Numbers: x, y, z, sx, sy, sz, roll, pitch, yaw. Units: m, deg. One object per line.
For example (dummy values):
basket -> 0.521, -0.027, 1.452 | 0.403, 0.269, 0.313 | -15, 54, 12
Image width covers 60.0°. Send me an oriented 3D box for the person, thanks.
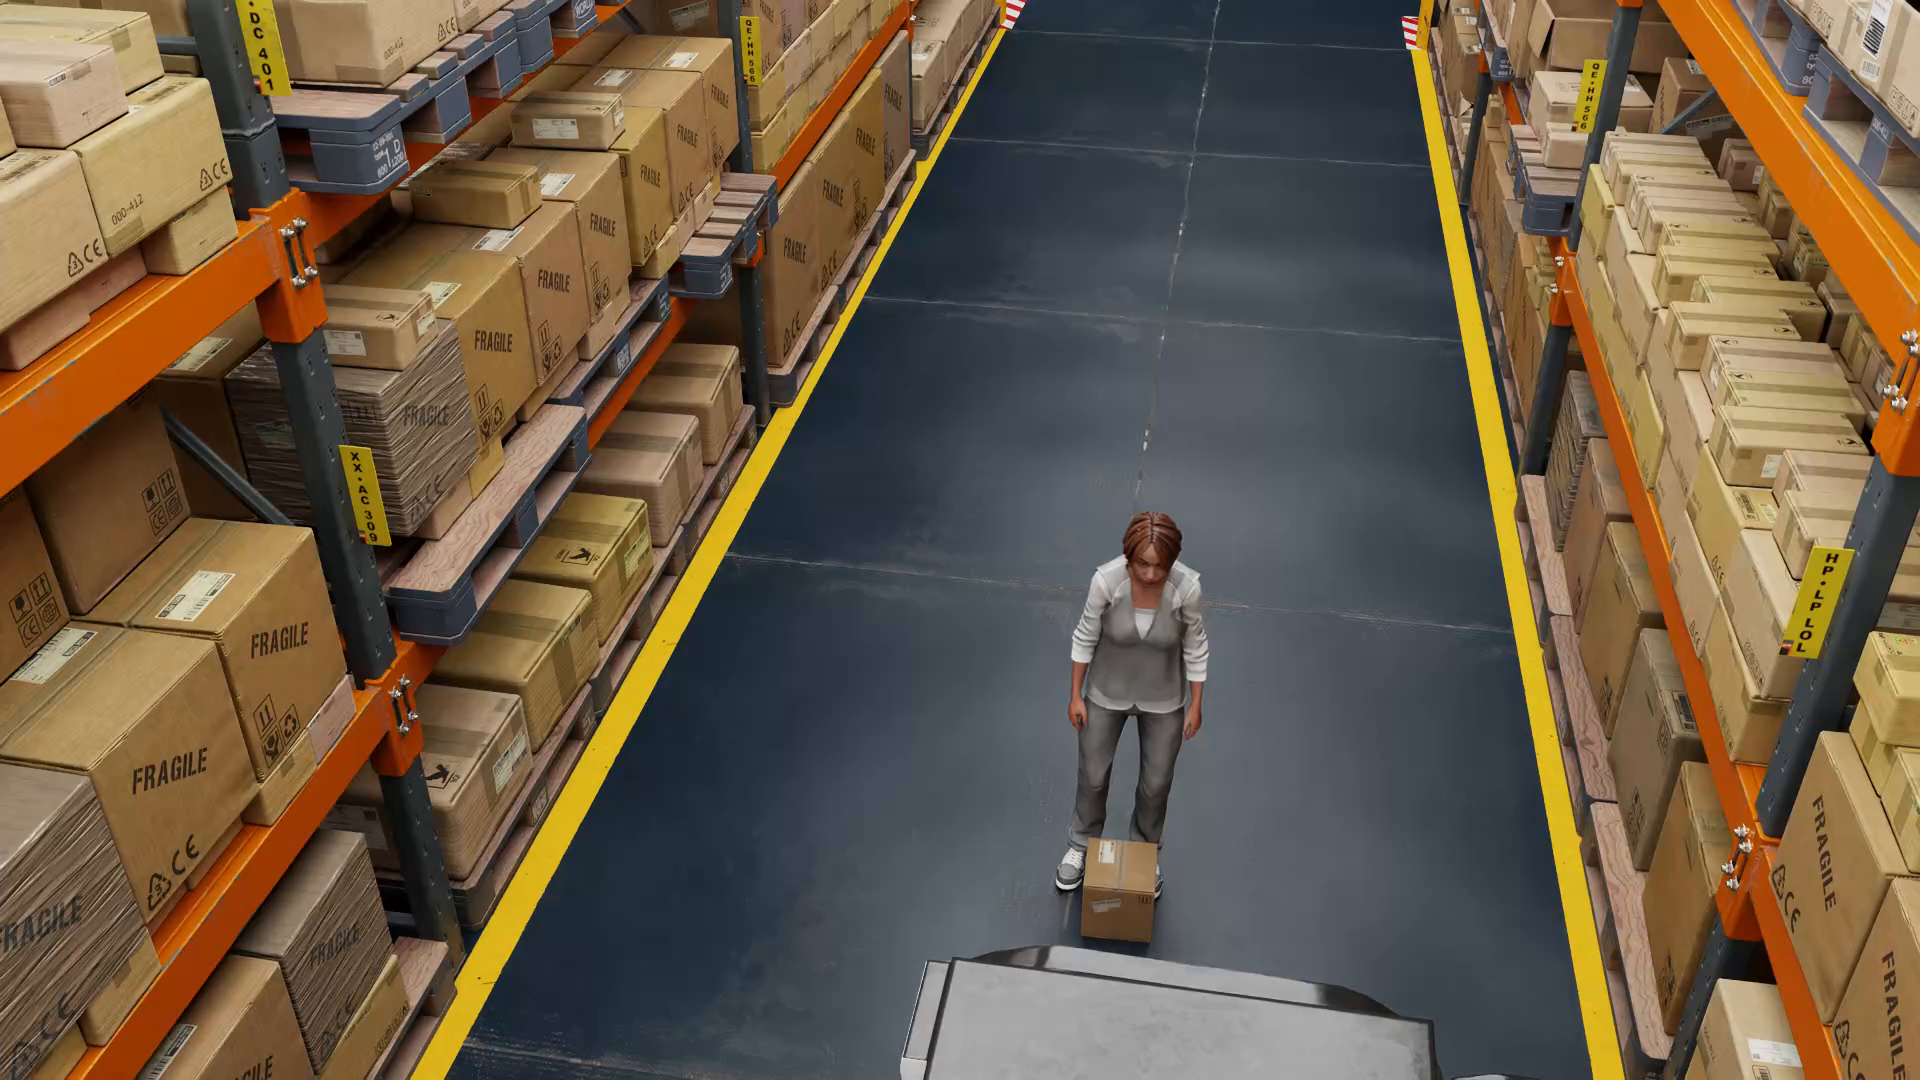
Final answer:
person -> 0.605, 0.560, 5.779 | 0.483, 1.594, 0.341 | 4, 33, 6
